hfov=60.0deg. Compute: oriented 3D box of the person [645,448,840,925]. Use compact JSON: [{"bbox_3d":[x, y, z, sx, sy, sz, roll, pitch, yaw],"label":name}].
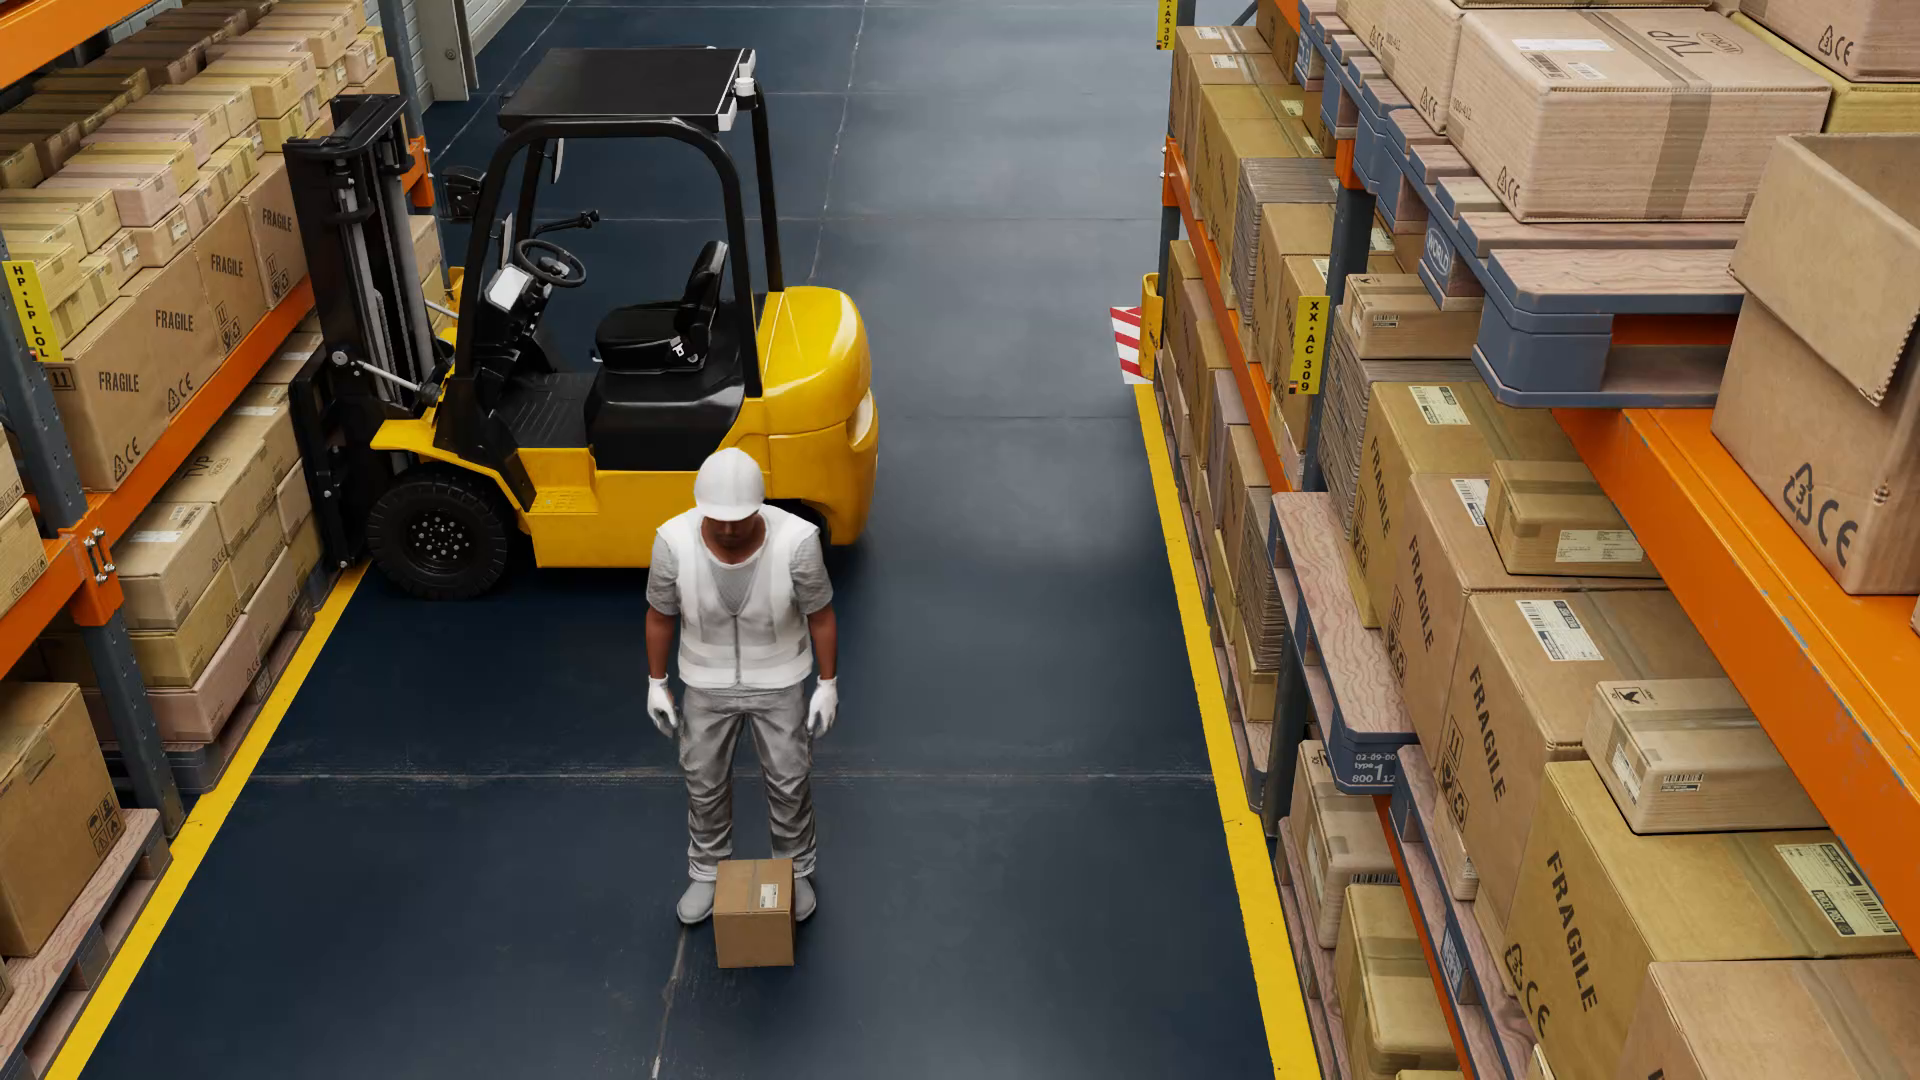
[{"bbox_3d":[-0.696,0.473,5.343,0.617,1.774,0.447,0,31,0],"label":"person"}]
